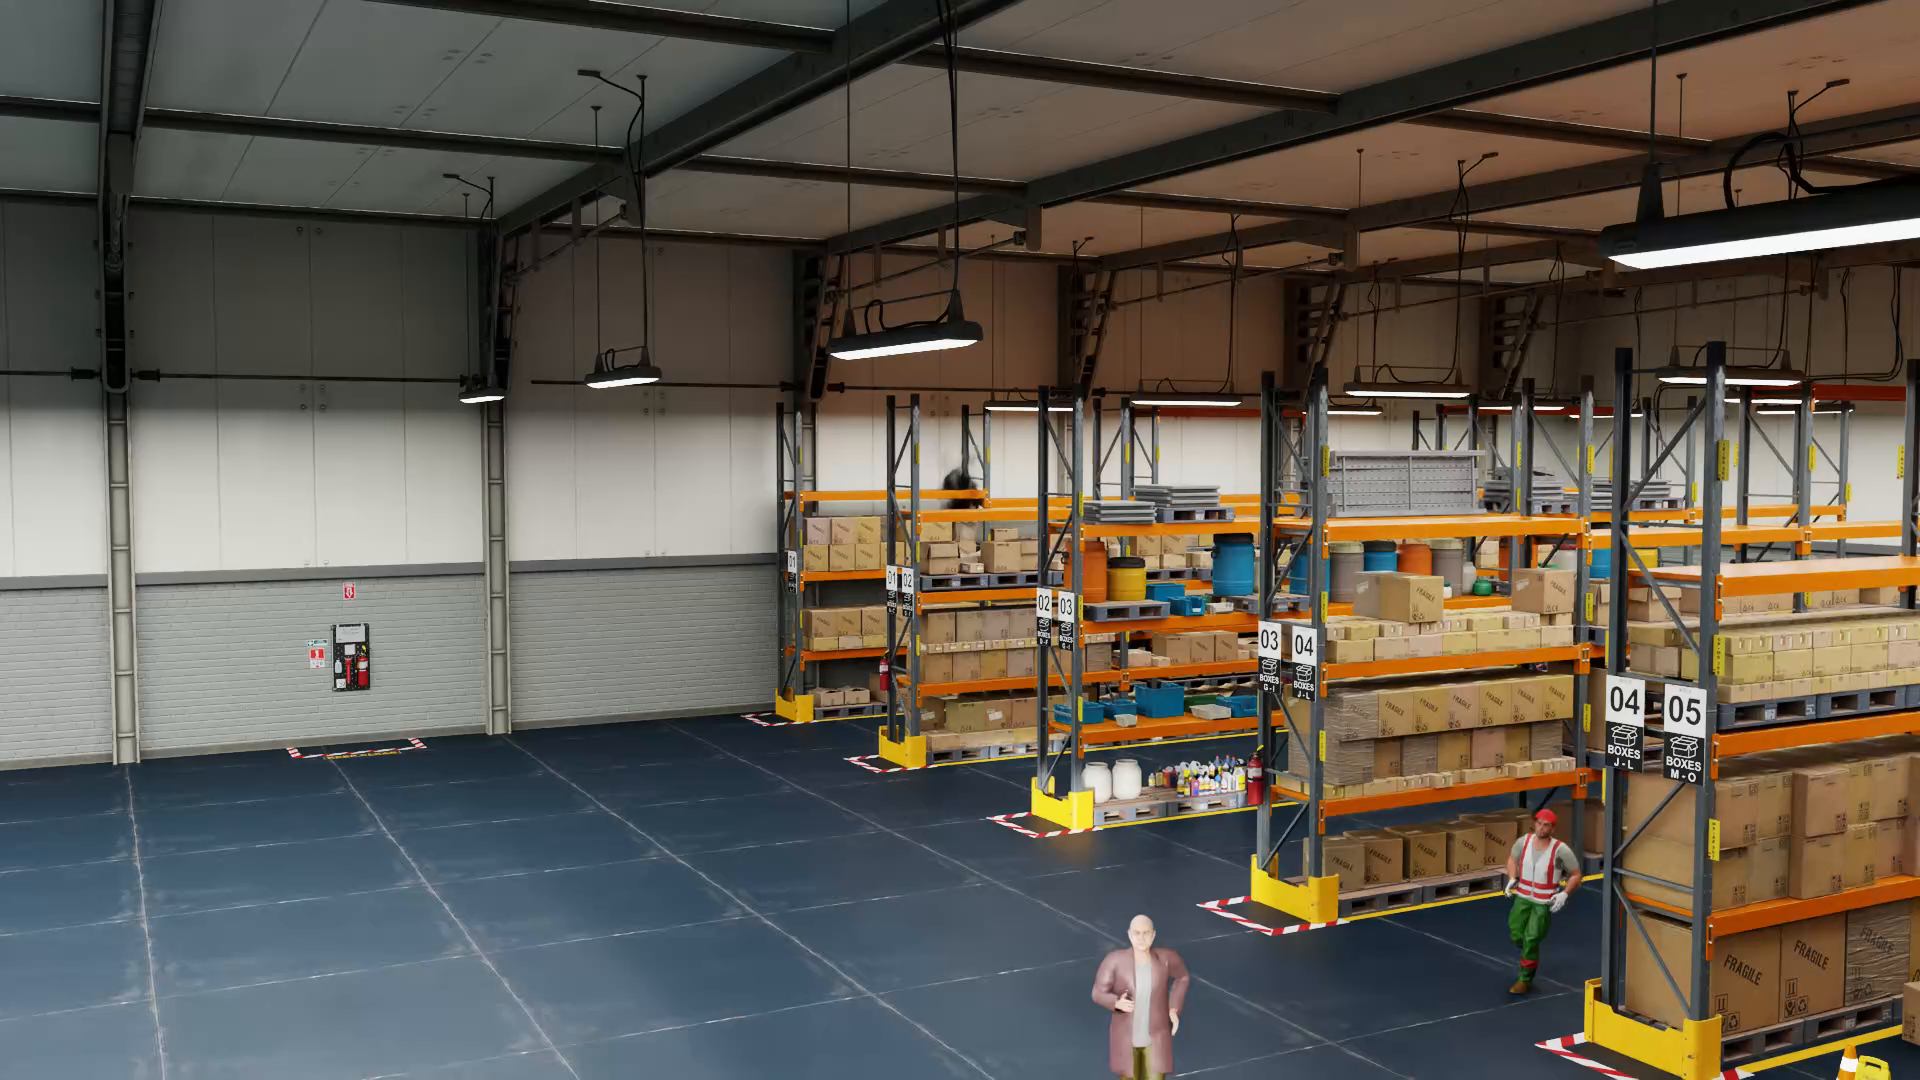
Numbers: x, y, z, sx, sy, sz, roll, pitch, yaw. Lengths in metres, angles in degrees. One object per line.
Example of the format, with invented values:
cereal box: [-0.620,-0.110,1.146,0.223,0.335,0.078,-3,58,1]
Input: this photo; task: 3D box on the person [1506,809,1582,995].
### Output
person: [5.526,3.406,15.777,0.708,1.752,0.656,3,4,39]

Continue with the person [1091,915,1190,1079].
person: [1.288,3.568,11.863,0.701,1.792,0.949,0,3,7]
